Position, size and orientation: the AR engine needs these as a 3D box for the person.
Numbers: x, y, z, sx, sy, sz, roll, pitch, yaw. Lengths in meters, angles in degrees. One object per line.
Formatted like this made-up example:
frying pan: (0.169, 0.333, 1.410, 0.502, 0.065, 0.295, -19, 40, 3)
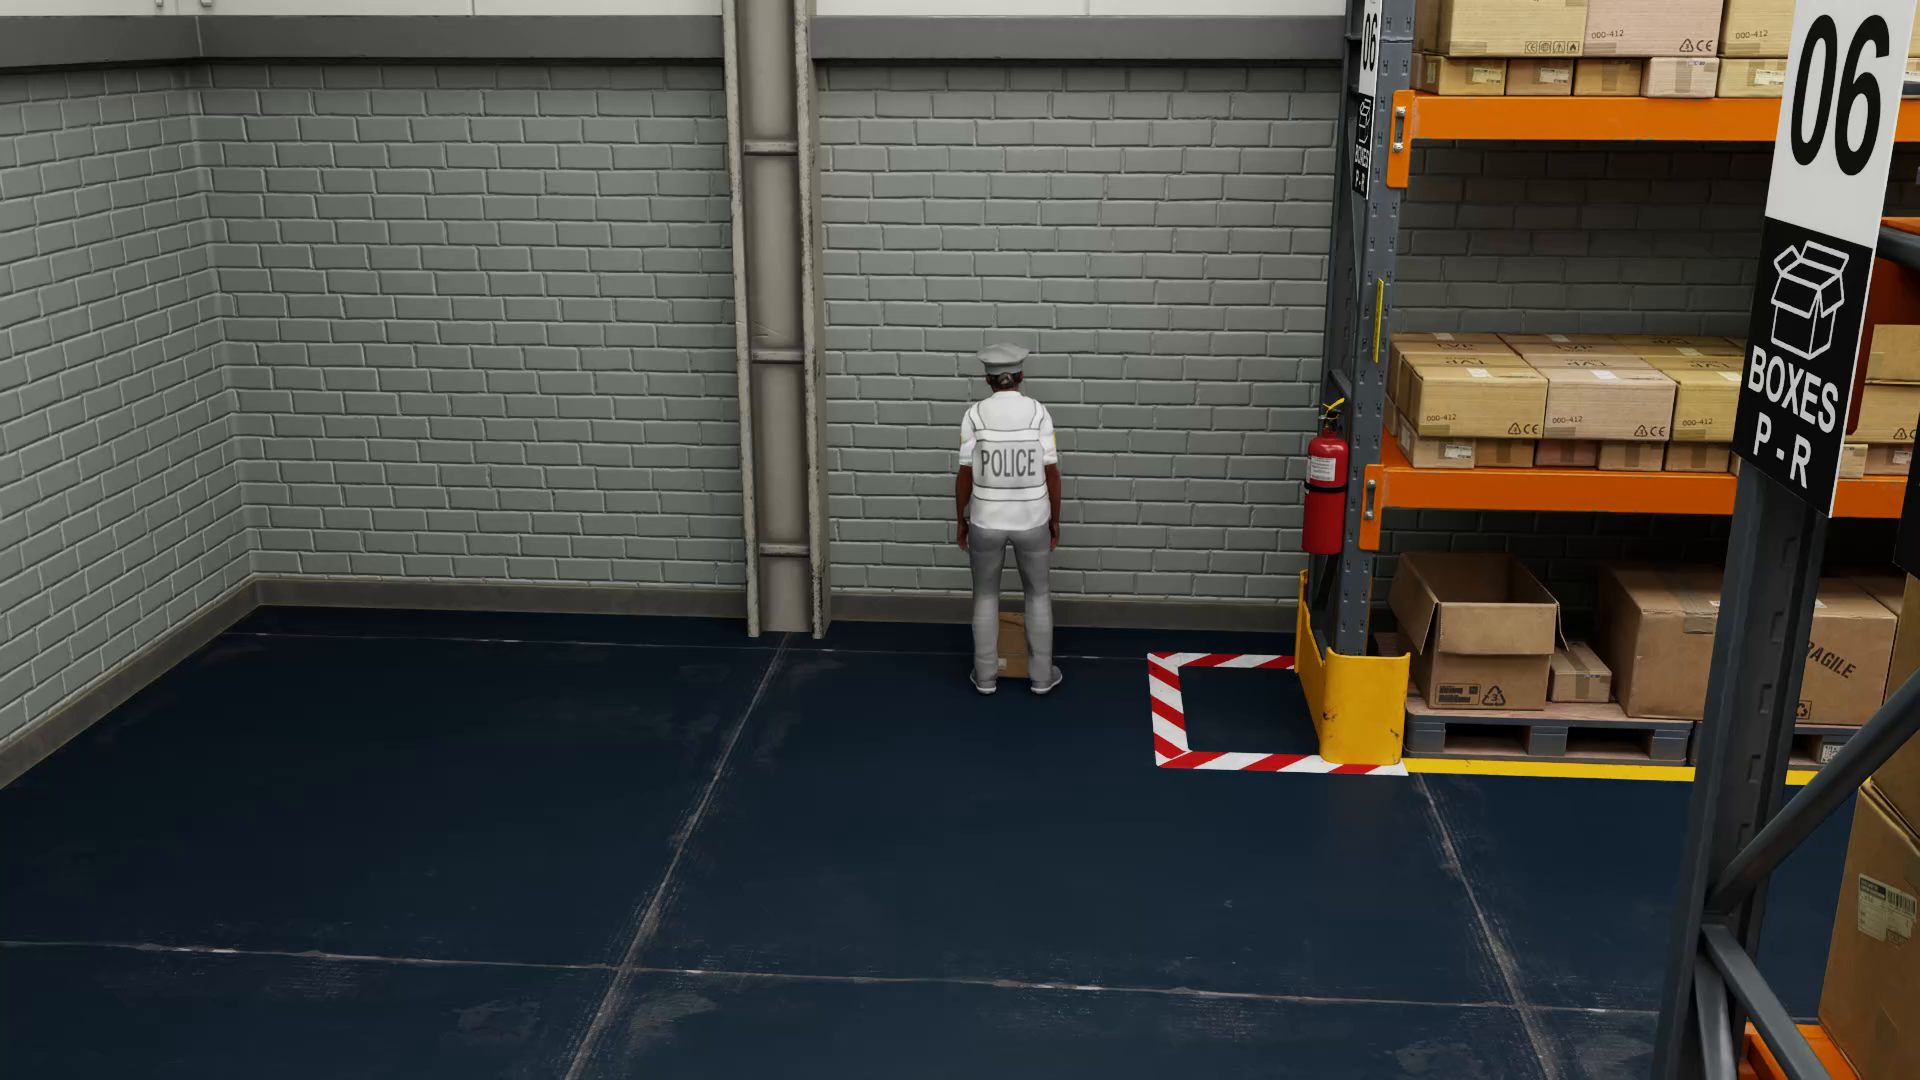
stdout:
person: (0.238, -0.079, 7.804, 0.521, 1.657, 0.395, 0, 18, 1)
